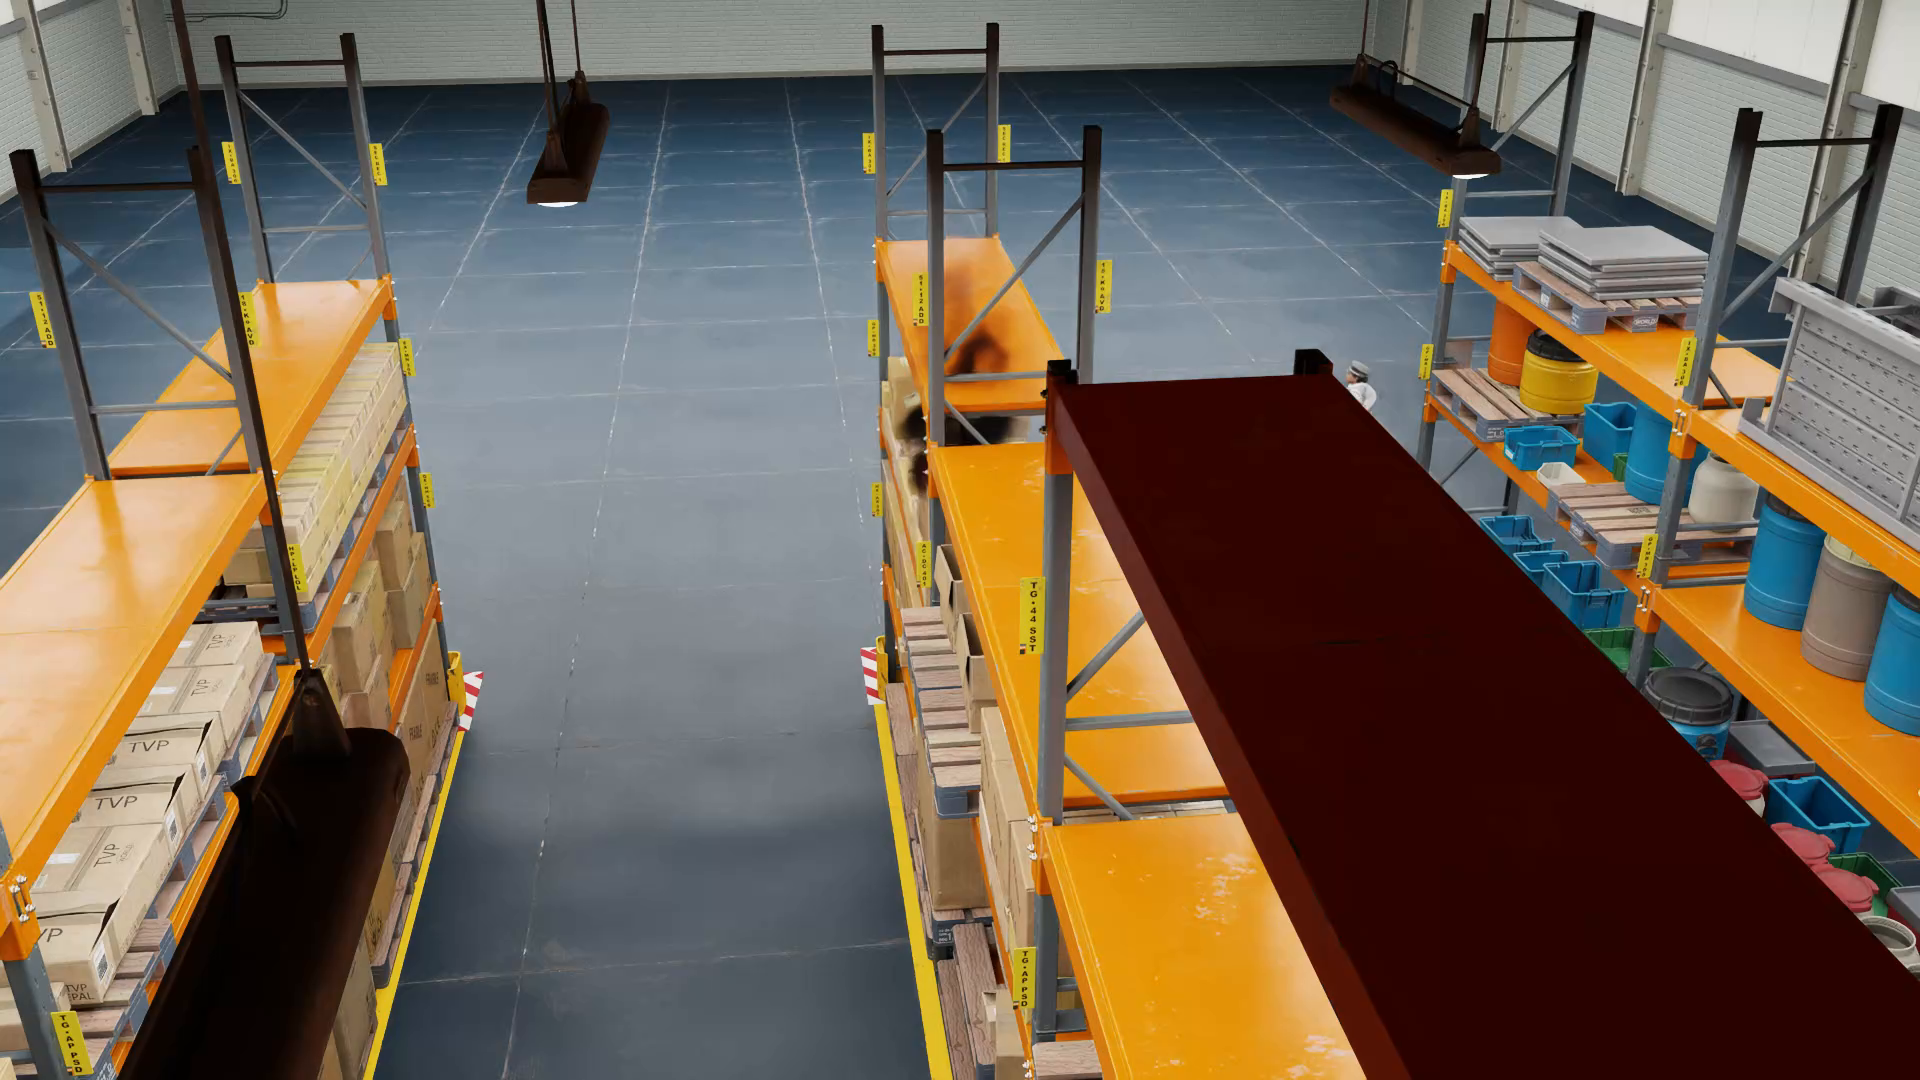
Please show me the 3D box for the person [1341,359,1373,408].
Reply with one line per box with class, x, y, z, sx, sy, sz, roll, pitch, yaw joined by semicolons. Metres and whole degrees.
person;4.473;-1.235;19.134;0.814;1.748;0.601;6;26;13
